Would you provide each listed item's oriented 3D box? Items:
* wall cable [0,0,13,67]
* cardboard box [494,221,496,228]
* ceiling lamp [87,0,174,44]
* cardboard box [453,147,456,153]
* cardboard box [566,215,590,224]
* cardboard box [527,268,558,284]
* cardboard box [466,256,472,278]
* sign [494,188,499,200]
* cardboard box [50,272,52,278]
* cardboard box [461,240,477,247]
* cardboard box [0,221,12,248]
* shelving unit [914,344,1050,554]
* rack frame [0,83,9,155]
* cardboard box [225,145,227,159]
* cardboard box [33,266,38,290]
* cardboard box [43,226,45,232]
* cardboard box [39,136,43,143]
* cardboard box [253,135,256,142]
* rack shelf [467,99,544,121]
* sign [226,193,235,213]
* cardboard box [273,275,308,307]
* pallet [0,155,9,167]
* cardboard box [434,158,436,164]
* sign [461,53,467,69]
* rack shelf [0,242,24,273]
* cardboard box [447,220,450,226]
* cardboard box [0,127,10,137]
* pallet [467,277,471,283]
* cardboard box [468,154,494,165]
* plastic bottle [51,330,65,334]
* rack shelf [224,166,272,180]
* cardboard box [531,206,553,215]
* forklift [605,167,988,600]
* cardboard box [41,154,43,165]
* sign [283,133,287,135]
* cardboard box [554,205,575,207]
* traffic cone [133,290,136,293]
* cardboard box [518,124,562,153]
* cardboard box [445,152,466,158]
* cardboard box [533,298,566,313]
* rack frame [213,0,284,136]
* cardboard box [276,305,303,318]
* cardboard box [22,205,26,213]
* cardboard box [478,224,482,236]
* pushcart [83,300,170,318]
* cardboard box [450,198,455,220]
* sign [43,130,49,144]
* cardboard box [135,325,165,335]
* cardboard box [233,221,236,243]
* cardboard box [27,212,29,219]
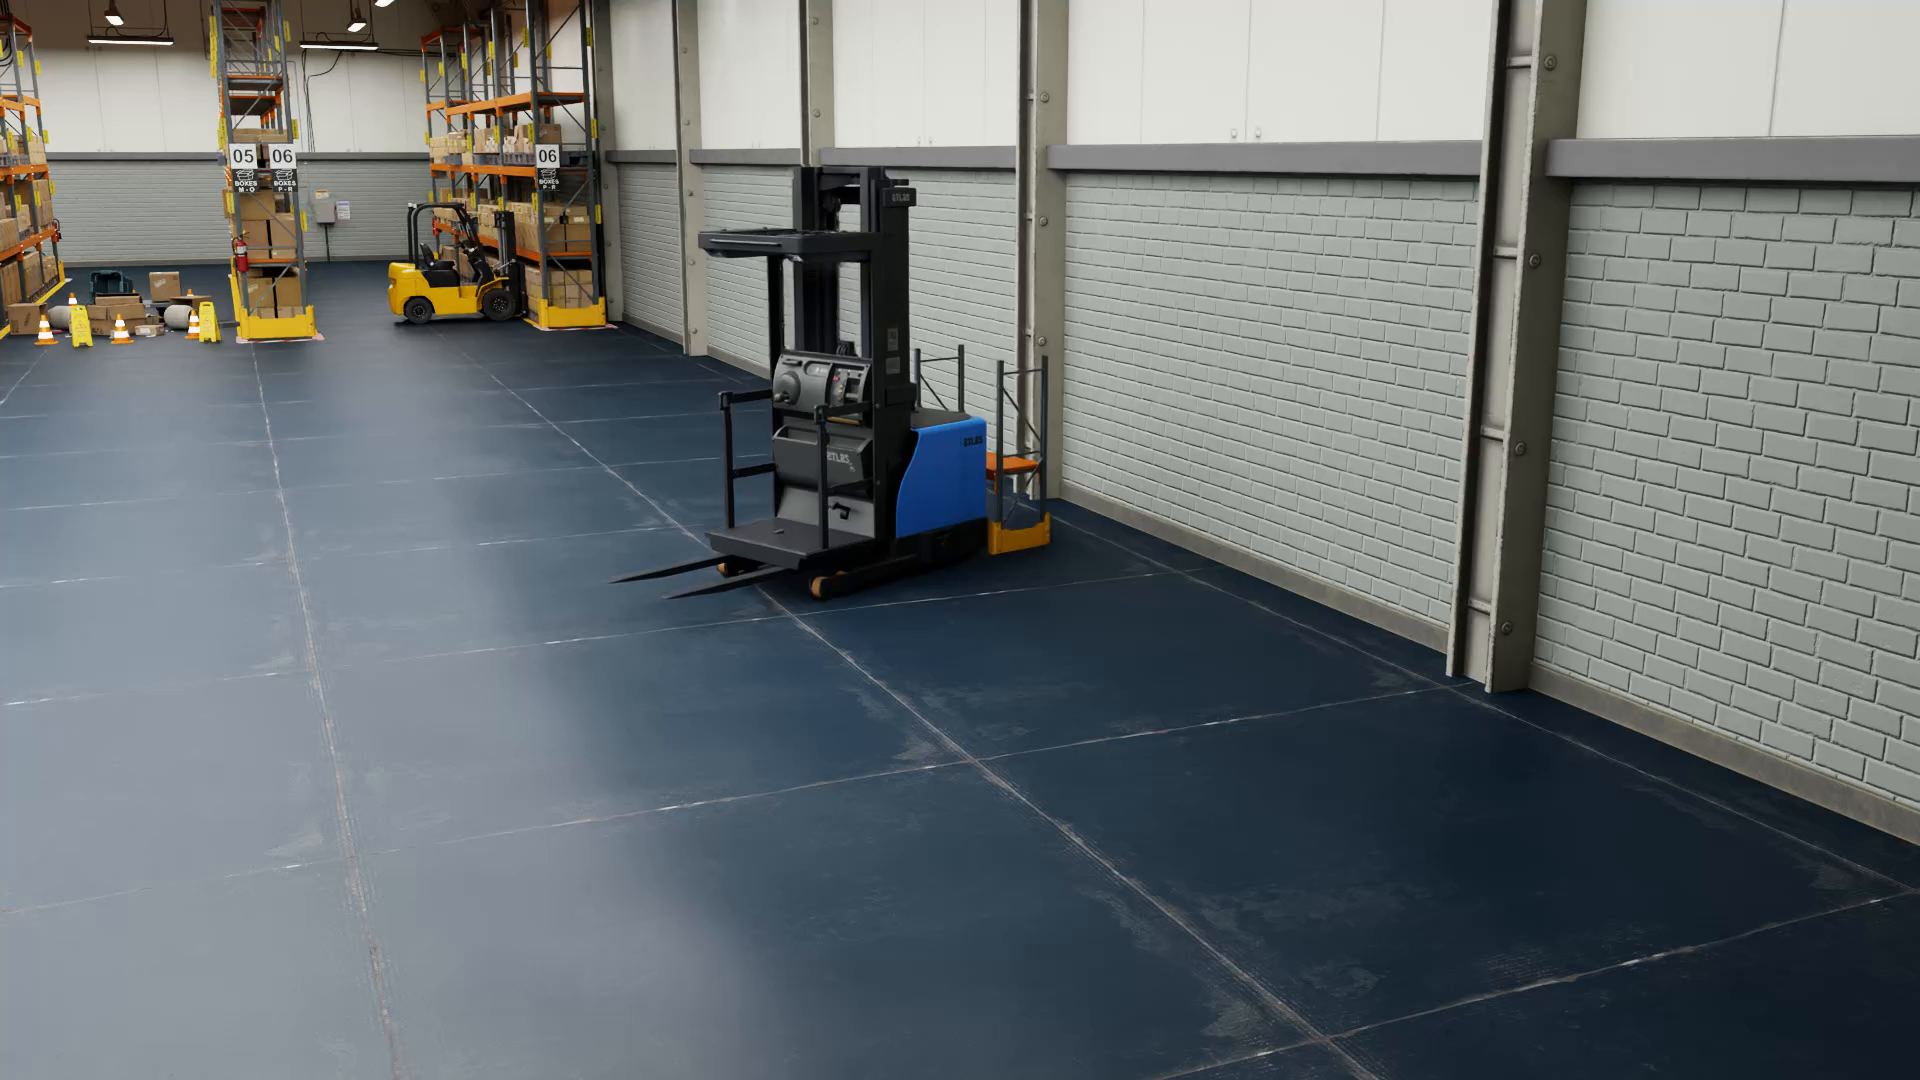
[{"bbox_3d":[-26.191,-13.299,43.739,2.277,5.999,0.120,-6,14,-23],"label":"wall cable"},{"bbox_3d":[-9.294,-6.549,34.237,0.500,0.250,0.500,-6,14,-24],"label":"cardboard box"},{"bbox_3d":[-21.301,-14.327,42.368,2.000,3.185,0.800,-6,14,-23],"label":"ceiling lamp"},{"bbox_3d":[-11.595,-9.078,38.691,0.380,0.149,0.250,-5,14,-22],"label":"cardboard box"},{"bbox_3d":[-6.946,-5.826,30.230,0.380,0.149,0.250,-6,14,-24],"label":"cardboard box"},{"bbox_3d":[-7.728,-4.892,30.804,0.500,0.250,0.500,-5,14,-22],"label":"cardboard box"},{"bbox_3d":[-11.247,-6.393,38.954,0.500,0.500,0.500,-6,14,-25],"label":"cardboard box"},{"bbox_3d":[-11.348,-8.462,40.712,0.100,0.325,0.005,-6,14,-23],"label":"sign"},{"bbox_3d":[-21.513,-6.221,38.987,0.380,0.149,0.250,-5,14,-22],"label":"cardboard box"},{"bbox_3d":[-11.807,-7.147,40.113,0.380,0.149,0.250,-6,14,-26],"label":"cardboard box"},{"bbox_3d":[-18.260,-5.772,31.433,0.500,0.500,0.500,-5,14,-22],"label":"cardboard box"},{"bbox_3d":[0.151,-0.753,13.299,0.587,1.500,1.083,-11,17,-38],"label":"shelving unit"},{"bbox_3d":[-19.294,-9.026,32.413,1.000,3.000,0.127,-6,14,-23],"label":"rack frame"},{"bbox_3d":[-13.272,-7.163,30.687,0.500,0.250,0.500,-6,14,-24],"label":"cardboard box"},{"bbox_3d":[-19.963,-5.574,35.415,0.500,0.500,0.500,-6,14,-24],"label":"cardboard box"},{"bbox_3d":[-21.282,-7.163,38.226,0.380,0.149,0.250,-5,14,-20],"label":"cardboard box"},{"bbox_3d":[-22.097,-9.540,39.626,0.380,0.149,0.250,-6,14,-23],"label":"cardboard box"},{"bbox_3d":[-12.069,-6.746,28.002,0.380,0.149,0.250,-5,14,-22],"label":"cardboard box"},{"bbox_3d":[-9.452,-8.985,34.717,1.077,0.370,4.000,-6,14,-23],"label":"rack shelf"},{"bbox_3d":[-12.111,-5.591,27.605,0.100,0.325,0.005,-6,14,-23],"label":"sign"},{"bbox_3d":[-11.674,-4.346,28.997,0.500,0.500,0.500,-6,14,-25],"label":"cardboard box"},{"bbox_3d":[-18.537,-7.114,31.222,1.003,0.211,1.213,-5,14,-20],"label":"pallet"},{"bbox_3d":[-13.321,-9.759,42.786,0.380,0.149,0.250,-5,14,-22],"label":"cardboard box"},{"bbox_3d":[-10.746,-10.386,36.041,0.100,0.325,0.005,-6,14,-23],"label":"sign"},{"bbox_3d":[-18.493,-5.340,31.385,1.077,0.370,4.000,-6,14,-23],"label":"rack shelf"},{"bbox_3d":[-12.673,-7.978,41.746,0.380,0.149,0.250,-6,14,-24],"label":"cardboard box"},{"bbox_3d":[-19.410,-8.202,33.583,0.396,0.266,0.258,-6,14,-23],"label":"cardboard box"},{"bbox_3d":[-11.002,-6.072,39.135,1.003,0.211,1.213,-6,14,-23],"label":"pallet"},{"bbox_3d":[-10.681,-8.493,37.094,0.500,0.250,0.500,-6,14,-25],"label":"cardboard box"},{"bbox_3d":[-15.667,-3.602,28.799,0.283,0.061,0.133,-12,18,-42],"label":"plastic bottle"},{"bbox_3d":[-15.600,-8.096,36.640,1.077,0.370,4.000,-6,14,-23],"label":"rack shelf"},{"bbox_3d":[-7.642,-6.032,30.461,0.380,0.149,0.250,-5,14,-22],"label":"cardboard box"},{"bbox_3d":[-1.138,-1.140,11.795,1.130,2.935,3.031,11,17,40],"label":"forklift"},{"bbox_3d":[-21.677,-8.866,38.706,0.500,0.250,0.500,-5,14,-21],"label":"cardboard box"},{"bbox_3d":[-12.703,-7.509,31.363,0.100,0.325,0.005,-6,14,-23],"label":"sign"},{"bbox_3d":[-7.394,-6.181,31.105,0.380,0.149,0.250,-5,14,-21],"label":"cardboard box"},{"bbox_3d":[-16.009,-4.609,32.256,0.336,0.463,0.334,-6,14,-23],"label":"traffic cone"},{"bbox_3d":[-7.767,-7.421,30.756,0.700,0.500,0.500,-6,14,-23],"label":"cardboard box"},{"bbox_3d":[-12.278,-9.457,40.601,0.500,0.250,0.500,-6,14,-23],"label":"cardboard box"},{"bbox_3d":[-7.526,-4.301,30.470,0.500,0.250,0.500,-6,14,-23],"label":"cardboard box"},{"bbox_3d":[-13.197,-8.668,30.865,1.000,3.000,0.127,-6,14,-23],"label":"rack frame"},{"bbox_3d":[-11.664,-3.975,29.061,0.500,0.250,0.500,-6,14,-23],"label":"cardboard box"},{"bbox_3d":[-20.347,-7.128,35.821,0.380,0.149,0.250,-6,14,-25],"label":"cardboard box"},{"bbox_3d":[-10.299,-6.834,36.578,0.500,0.250,0.500,-6,14,-23],"label":"cardboard box"},{"bbox_3d":[-15.266,-4.251,30.902,1.648,0.377,0.936,-12,18,-42],"label":"pushcart"},{"bbox_3d":[-11.866,-7.980,40.045,0.700,0.500,0.500,-5,14,-22],"label":"cardboard box"},{"bbox_3d":[-21.982,-9.695,39.992,0.100,0.325,0.005,-6,14,-23],"label":"sign"},{"bbox_3d":[-13.970,-3.618,28.673,0.380,0.149,0.250,1,13,6],"label":"cardboard box"},{"bbox_3d":[-12.865,-5.616,30.102,0.500,0.500,0.500,-6,14,-23],"label":"cardboard box"},{"bbox_3d":[-20.450,-7.038,36.095,0.380,0.149,0.250,-6,14,-23],"label":"cardboard box"}]
